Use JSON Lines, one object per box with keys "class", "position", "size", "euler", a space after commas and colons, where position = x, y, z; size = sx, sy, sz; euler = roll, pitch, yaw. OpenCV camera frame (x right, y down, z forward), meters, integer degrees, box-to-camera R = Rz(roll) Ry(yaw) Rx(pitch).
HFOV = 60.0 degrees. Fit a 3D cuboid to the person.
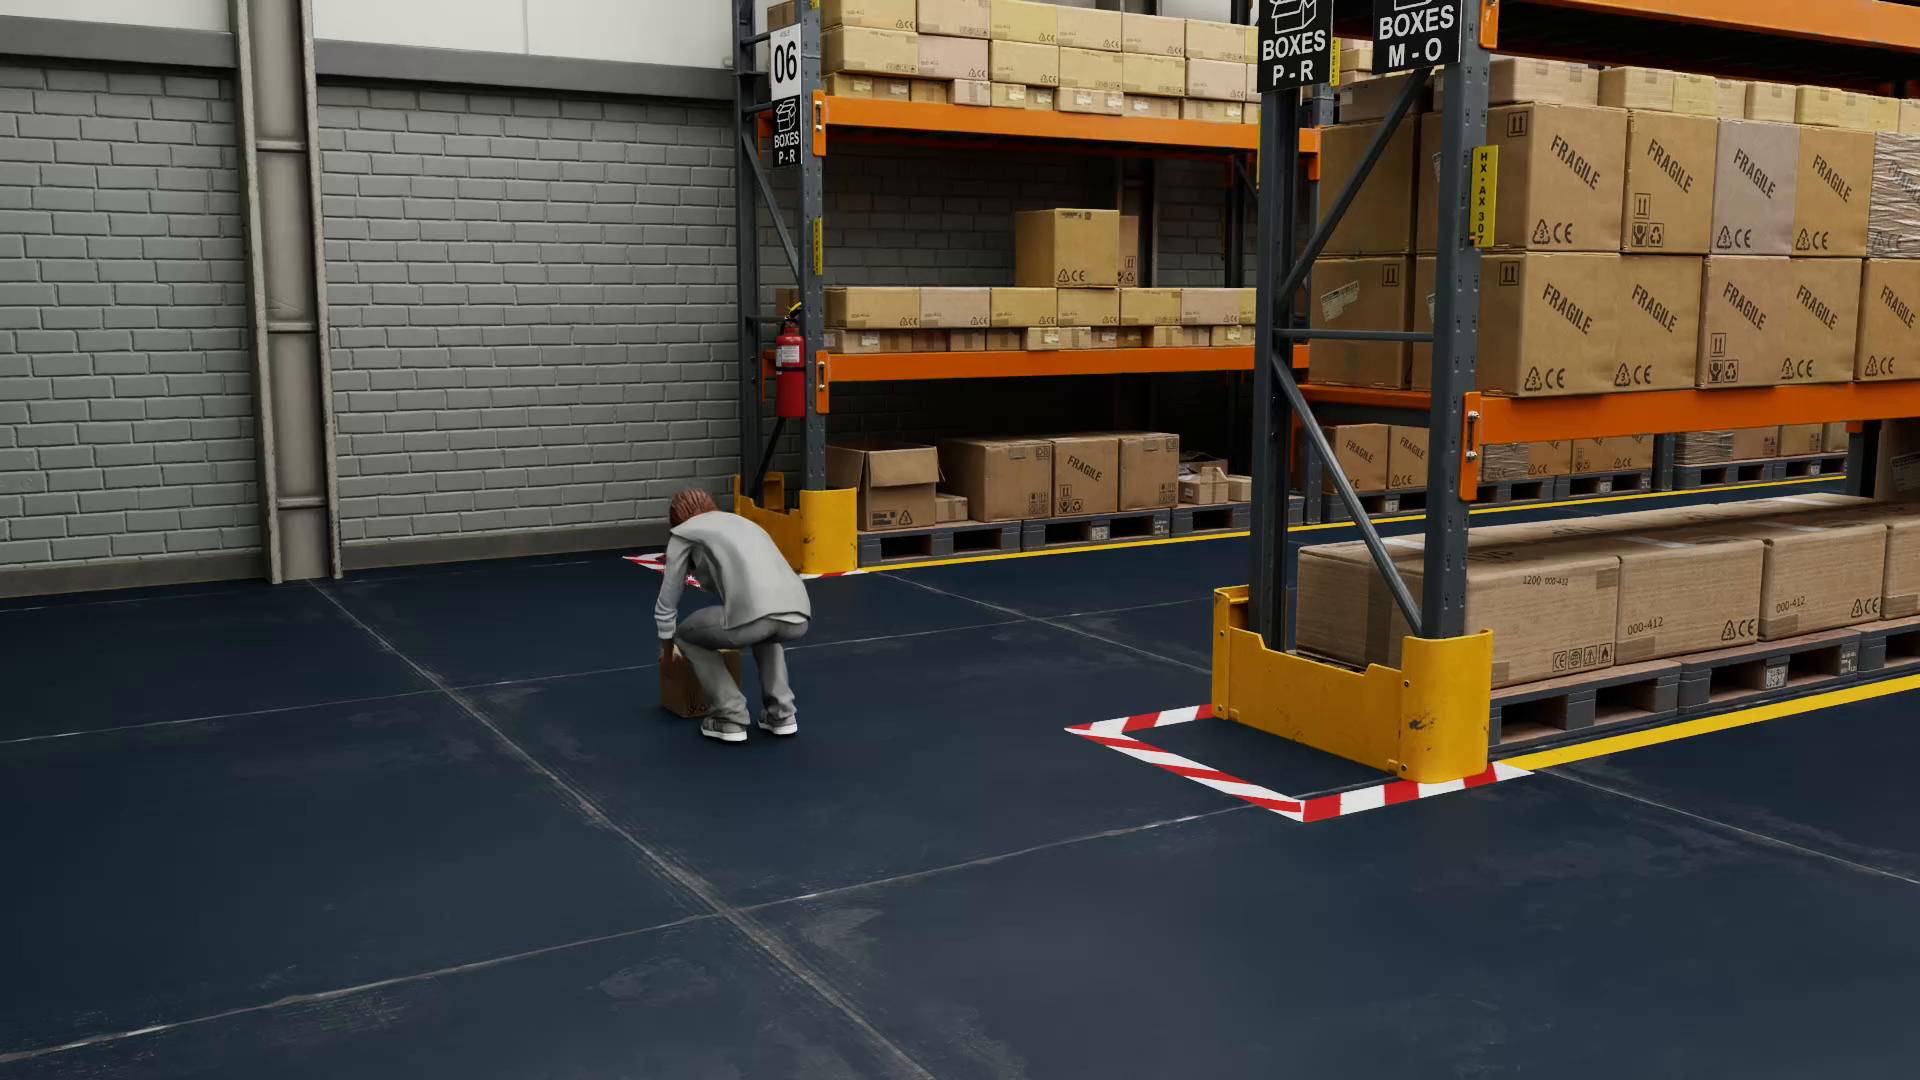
{"class": "person", "position": [-0.869, 0.317, 6.332], "size": [0.448, 0.838, 0.792], "euler": [-5, 10, -31]}
